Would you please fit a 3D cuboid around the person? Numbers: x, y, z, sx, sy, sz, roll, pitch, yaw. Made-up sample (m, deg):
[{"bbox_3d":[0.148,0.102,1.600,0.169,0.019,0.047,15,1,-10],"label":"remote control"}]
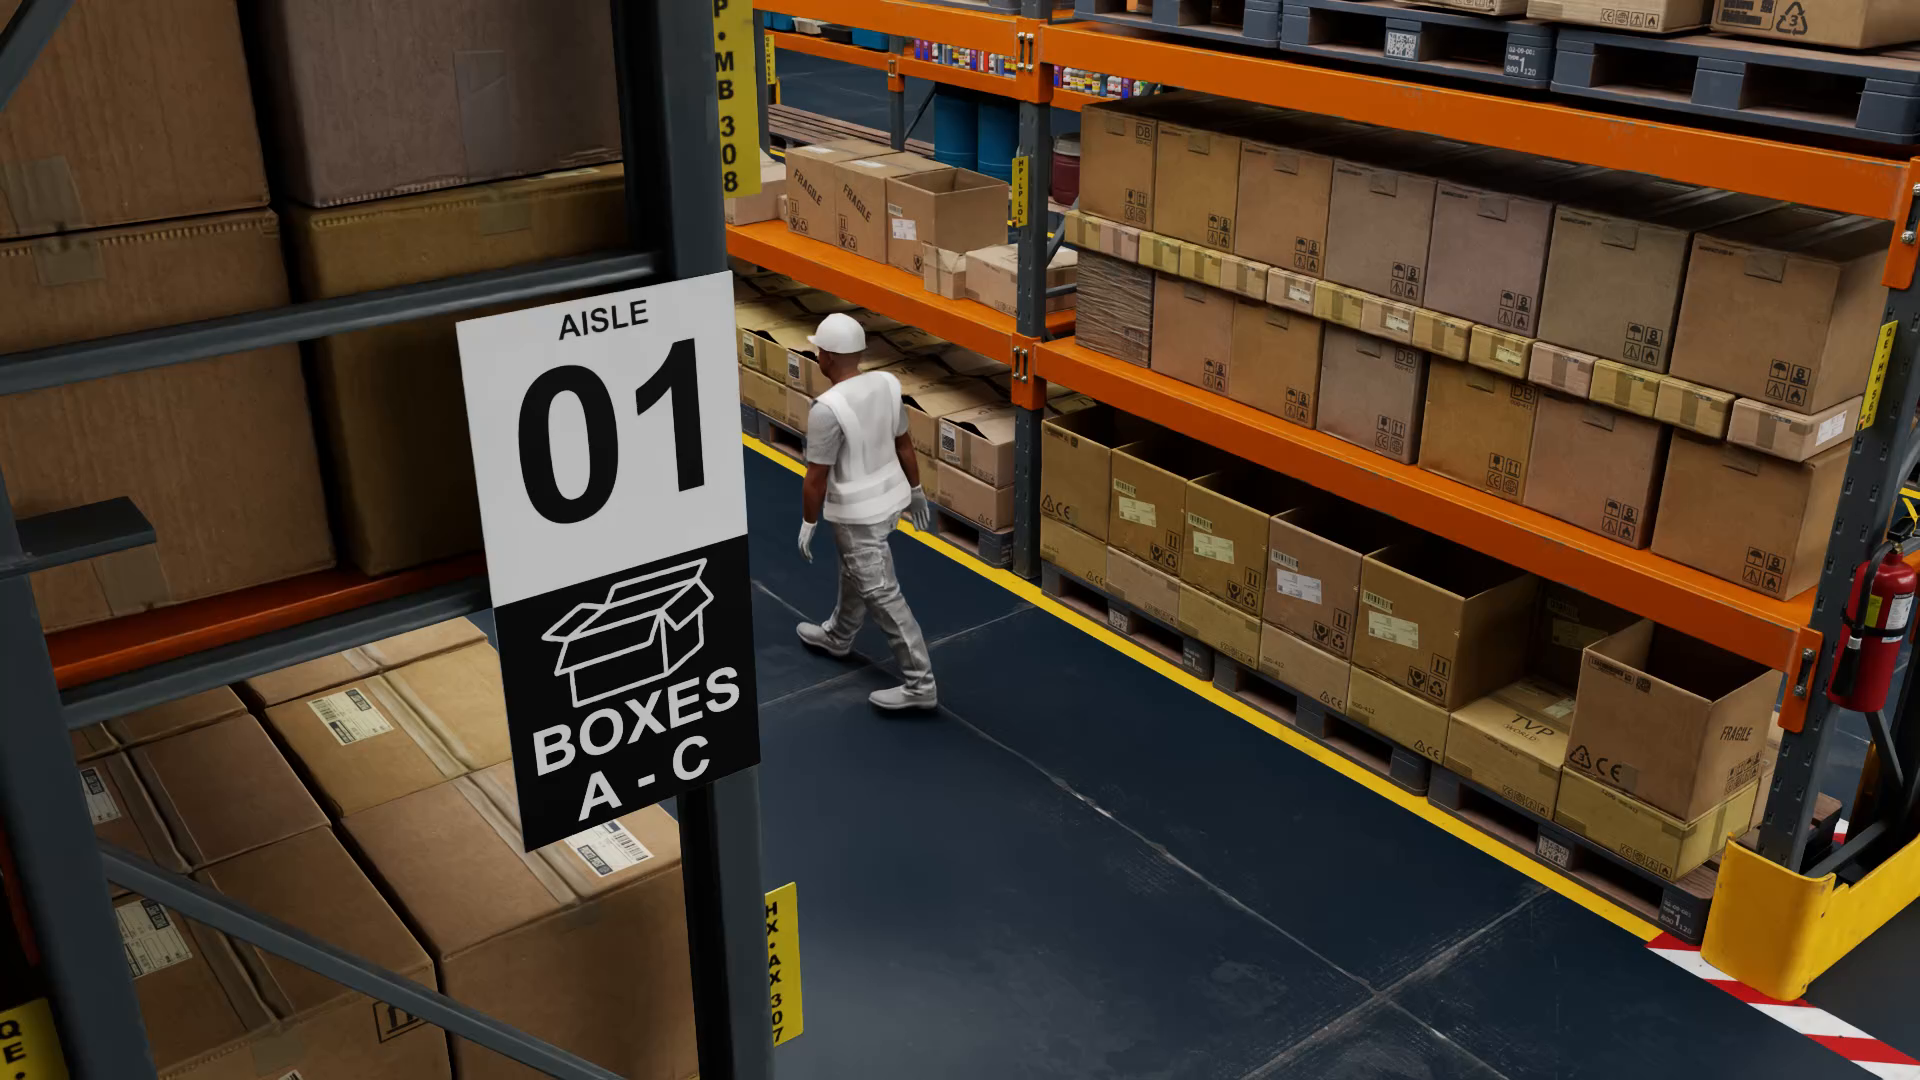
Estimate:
[{"bbox_3d":[-0.469,-0.148,7.376,0.944,1.737,0.607,14,28,27],"label":"person"}]
